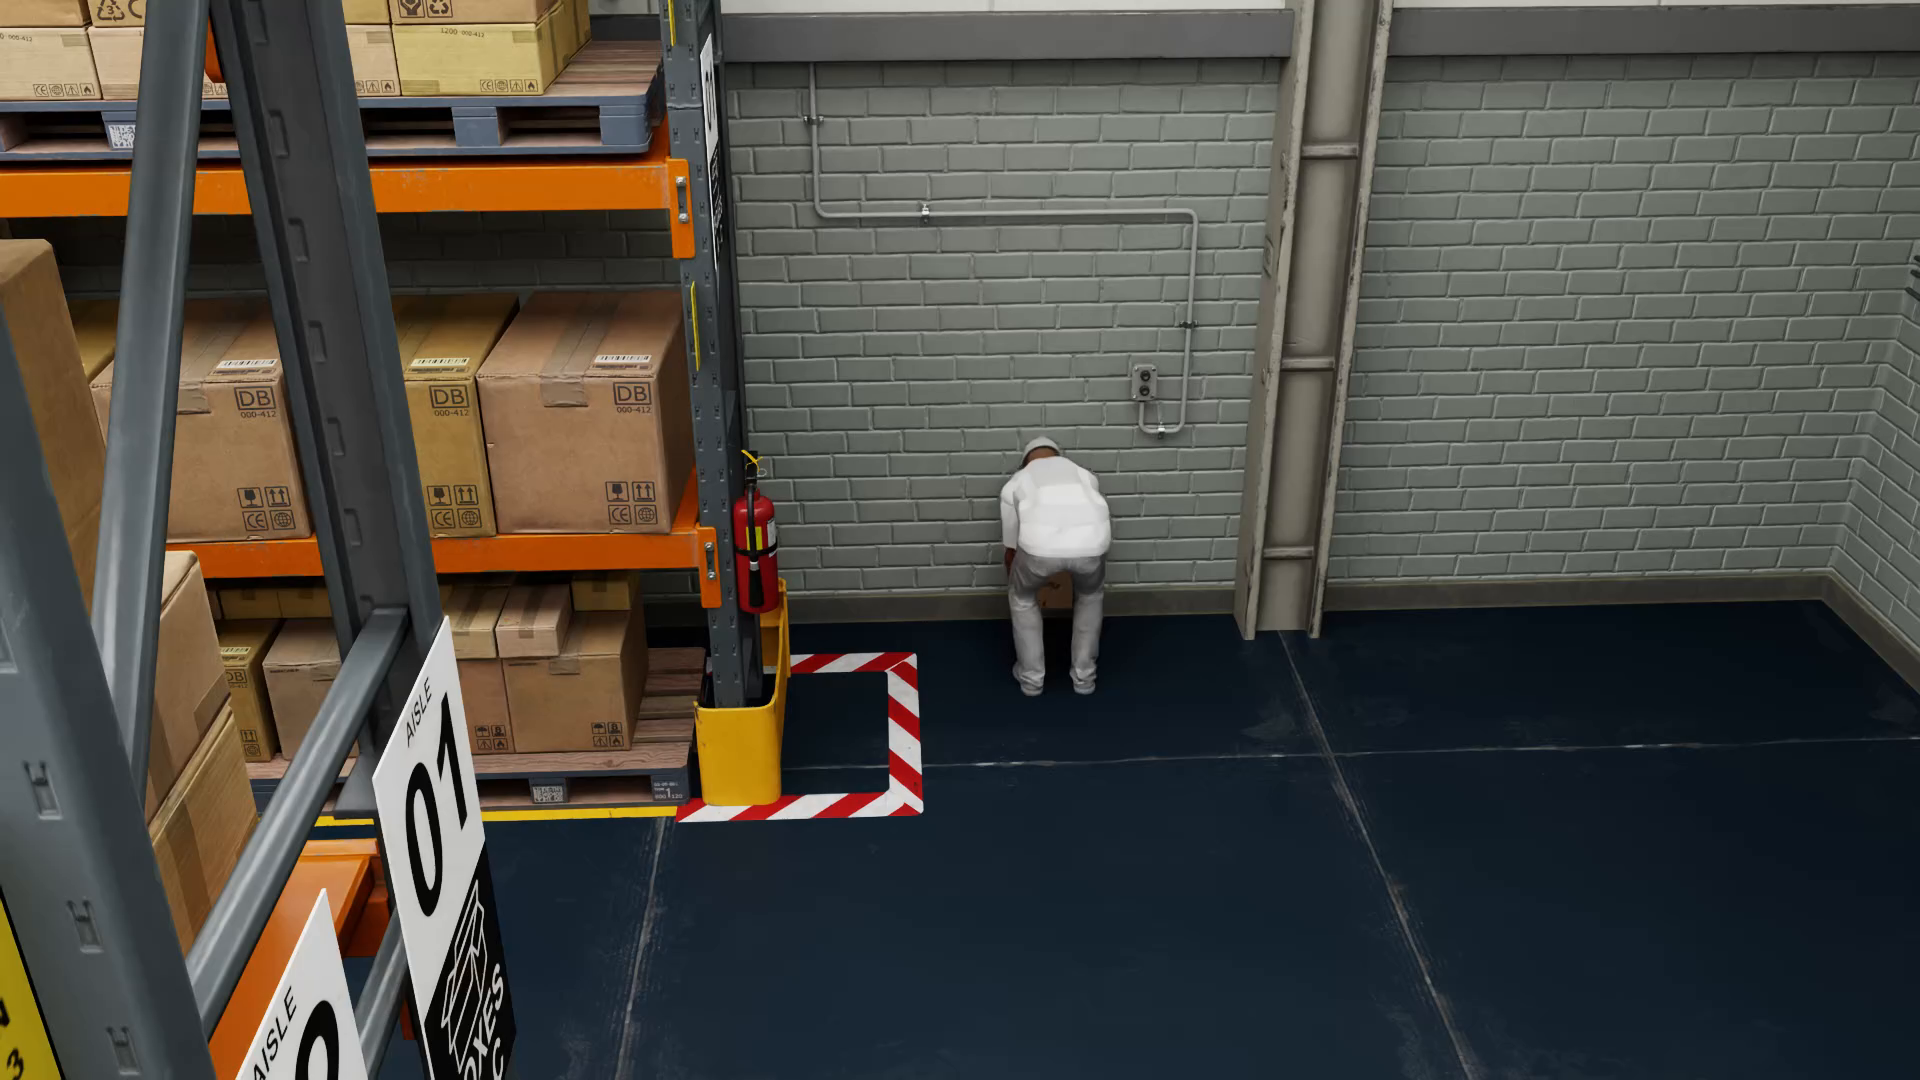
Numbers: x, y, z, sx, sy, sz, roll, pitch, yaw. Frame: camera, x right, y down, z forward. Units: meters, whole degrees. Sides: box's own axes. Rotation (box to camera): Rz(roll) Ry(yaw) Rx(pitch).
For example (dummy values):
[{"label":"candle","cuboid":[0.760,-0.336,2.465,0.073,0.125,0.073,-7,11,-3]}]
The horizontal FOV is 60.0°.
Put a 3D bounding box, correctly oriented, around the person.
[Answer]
[{"label":"person","cuboid":[0.443,0.116,8.115,0.488,1.076,0.982,-2,27,-5]}]
